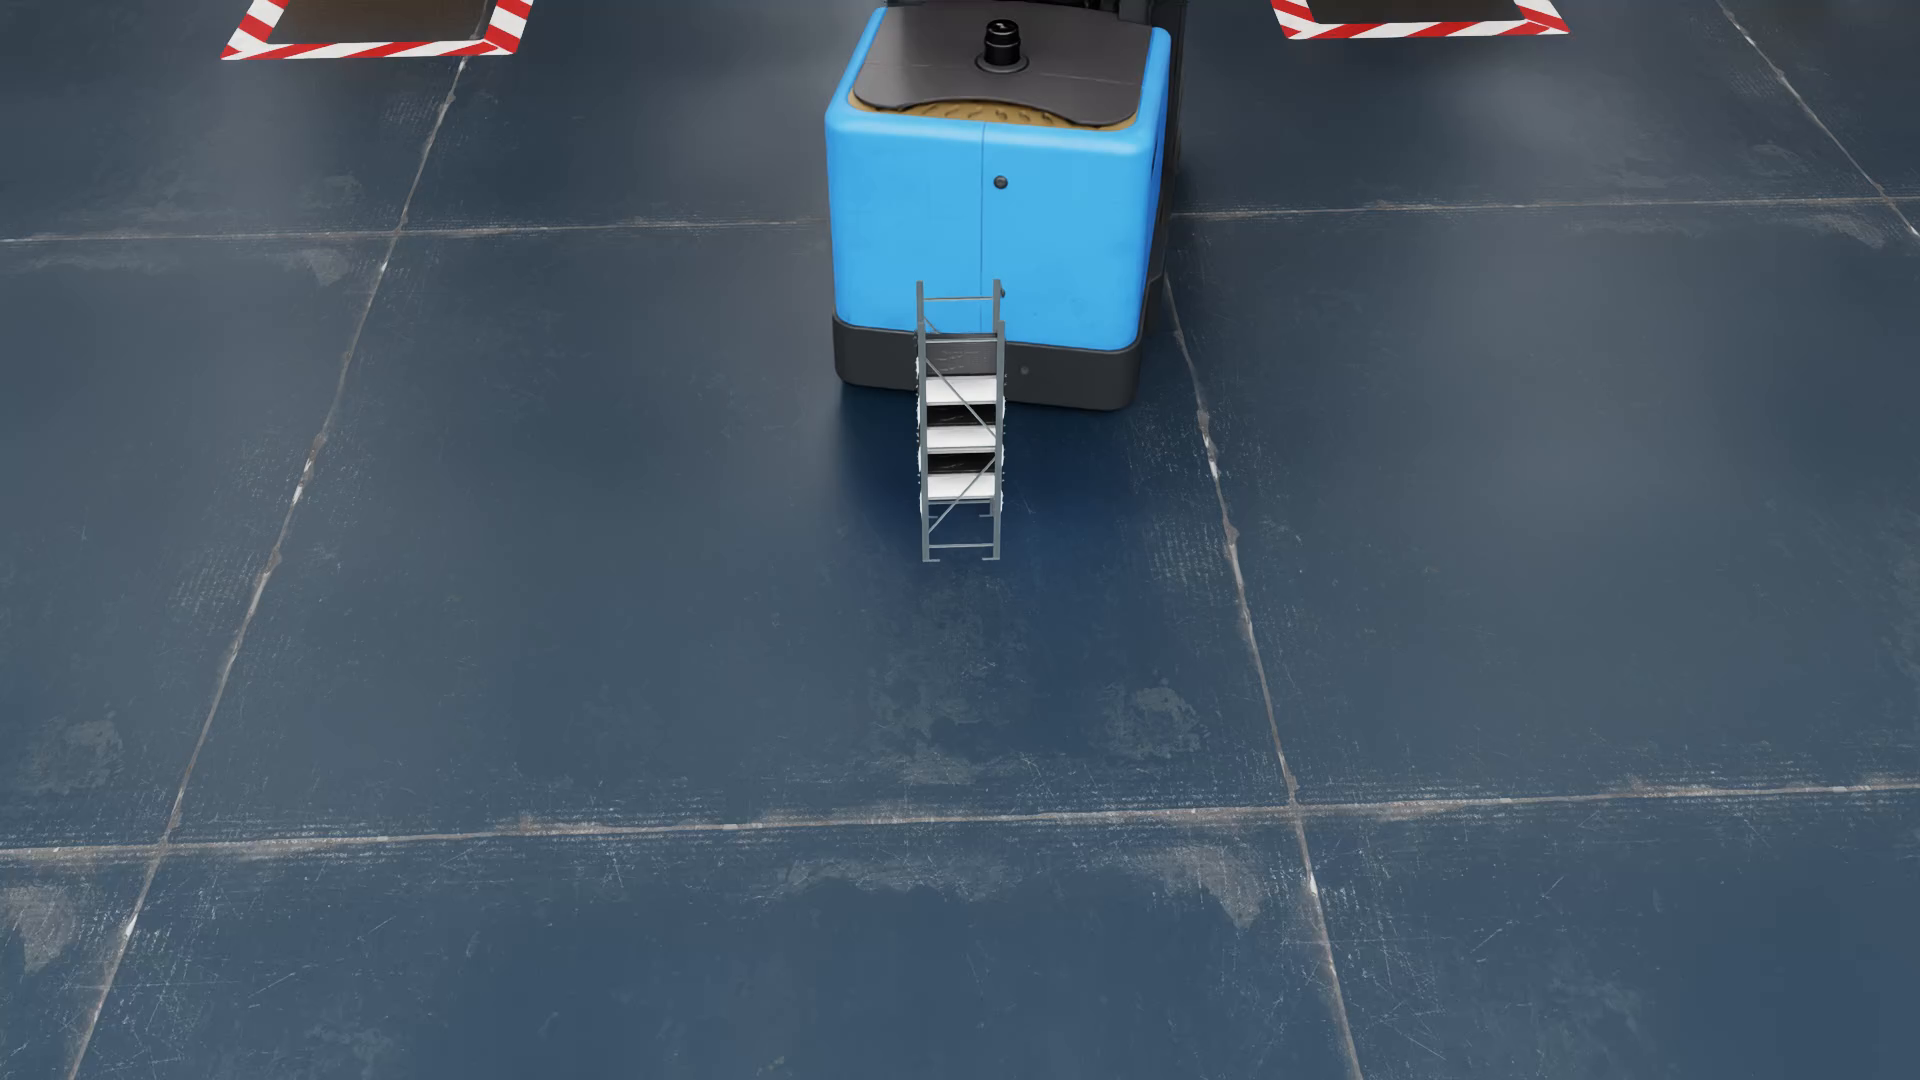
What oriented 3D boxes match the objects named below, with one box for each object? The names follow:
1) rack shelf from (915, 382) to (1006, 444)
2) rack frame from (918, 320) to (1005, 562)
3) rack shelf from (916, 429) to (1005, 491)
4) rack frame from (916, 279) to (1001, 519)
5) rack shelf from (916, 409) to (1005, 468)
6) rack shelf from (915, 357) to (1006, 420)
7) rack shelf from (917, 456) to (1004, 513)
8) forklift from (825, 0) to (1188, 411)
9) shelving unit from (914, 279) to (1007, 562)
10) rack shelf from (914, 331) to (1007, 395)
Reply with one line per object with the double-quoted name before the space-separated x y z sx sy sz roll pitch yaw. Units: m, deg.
"rack shelf" 0.000 -0.379 4.914 0.258 0.077 0.200 -2 43 -2
"rack frame" 0.004 -0.269 4.877 0.240 0.900 0.006 -2 43 -2
"rack shelf" 0.000 -0.246 5.035 0.258 0.077 0.200 -2 43 -2
"rack frame" -0.005 -0.406 5.027 0.240 0.900 0.006 -2 43 -2
"rack shelf" 0.000 -0.313 4.974 0.258 0.077 0.200 -2 43 -2
"rack shelf" 0.000 -0.445 4.853 0.258 0.077 0.200 -2 43 -2
"rack shelf" 0.000 -0.180 5.096 0.258 0.077 0.200 -2 43 -2
"forklift" 0.319 -2.521 5.831 1.130 2.935 3.031 7 43 7
"shelving unit" 0.000 -0.337 4.952 0.258 0.900 0.210 -2 43 -2
"rack shelf" 0.000 -0.512 4.792 0.258 0.077 0.200 -2 43 -2
